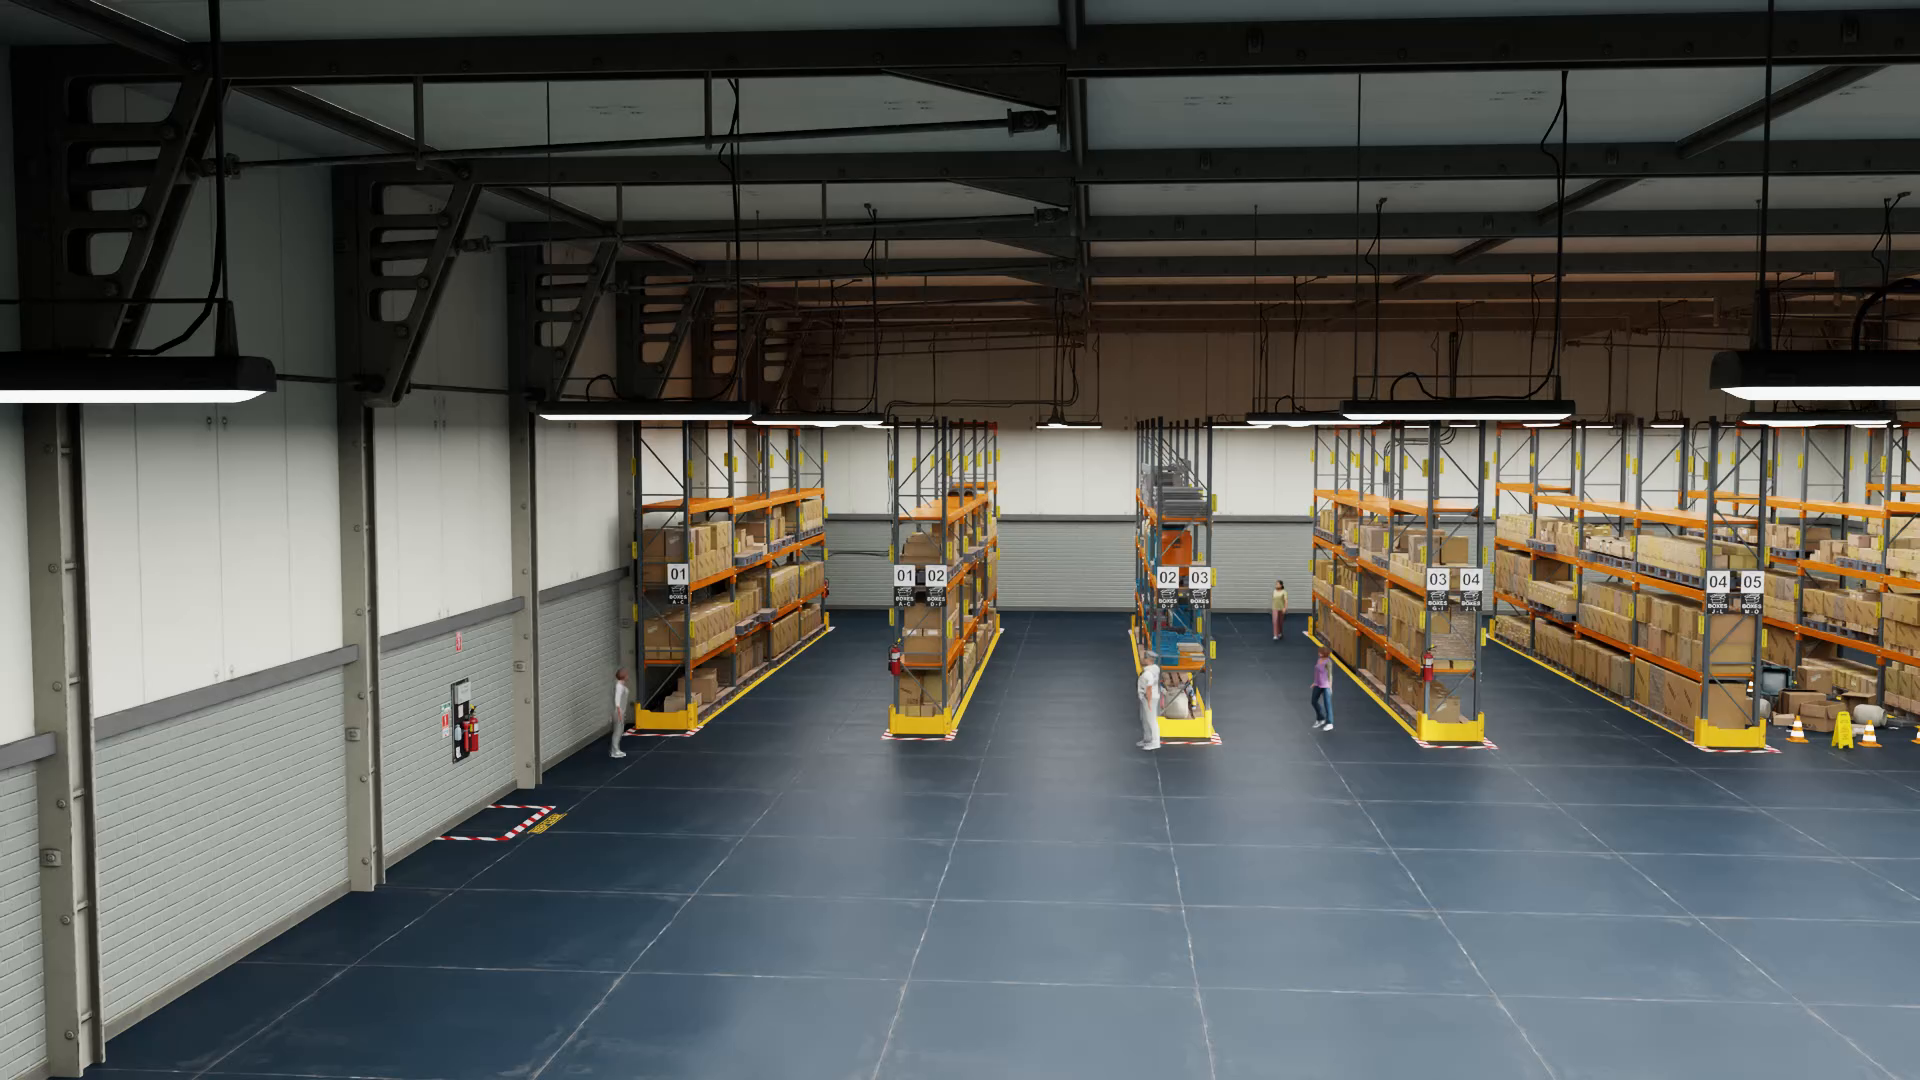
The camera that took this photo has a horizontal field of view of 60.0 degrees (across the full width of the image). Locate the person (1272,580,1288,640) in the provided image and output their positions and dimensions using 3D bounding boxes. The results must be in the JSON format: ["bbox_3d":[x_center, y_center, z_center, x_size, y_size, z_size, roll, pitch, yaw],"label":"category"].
[{"bbox_3d":[8.783,1.917,45.685,0.426,1.613,1.039,1,4,8],"label":"person"}]

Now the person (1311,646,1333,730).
[{"bbox_3d":[6.954,2.825,31.929,0.331,1.602,0.466,-2,4,-28],"label":"person"}]

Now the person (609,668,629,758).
[{"bbox_3d":[-5.983,3.026,29.155,0.366,1.594,0.446,0,4,-5],"label":"person"}]

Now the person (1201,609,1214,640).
[{"bbox_3d":[6.649,1.903,45.849,0.676,1.686,0.353,-1,4,-16],"label":"person"}]

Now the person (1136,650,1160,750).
[{"bbox_3d":[3.390,2.874,30.040,0.438,1.786,0.713,0,4,5],"label":"person"}]
